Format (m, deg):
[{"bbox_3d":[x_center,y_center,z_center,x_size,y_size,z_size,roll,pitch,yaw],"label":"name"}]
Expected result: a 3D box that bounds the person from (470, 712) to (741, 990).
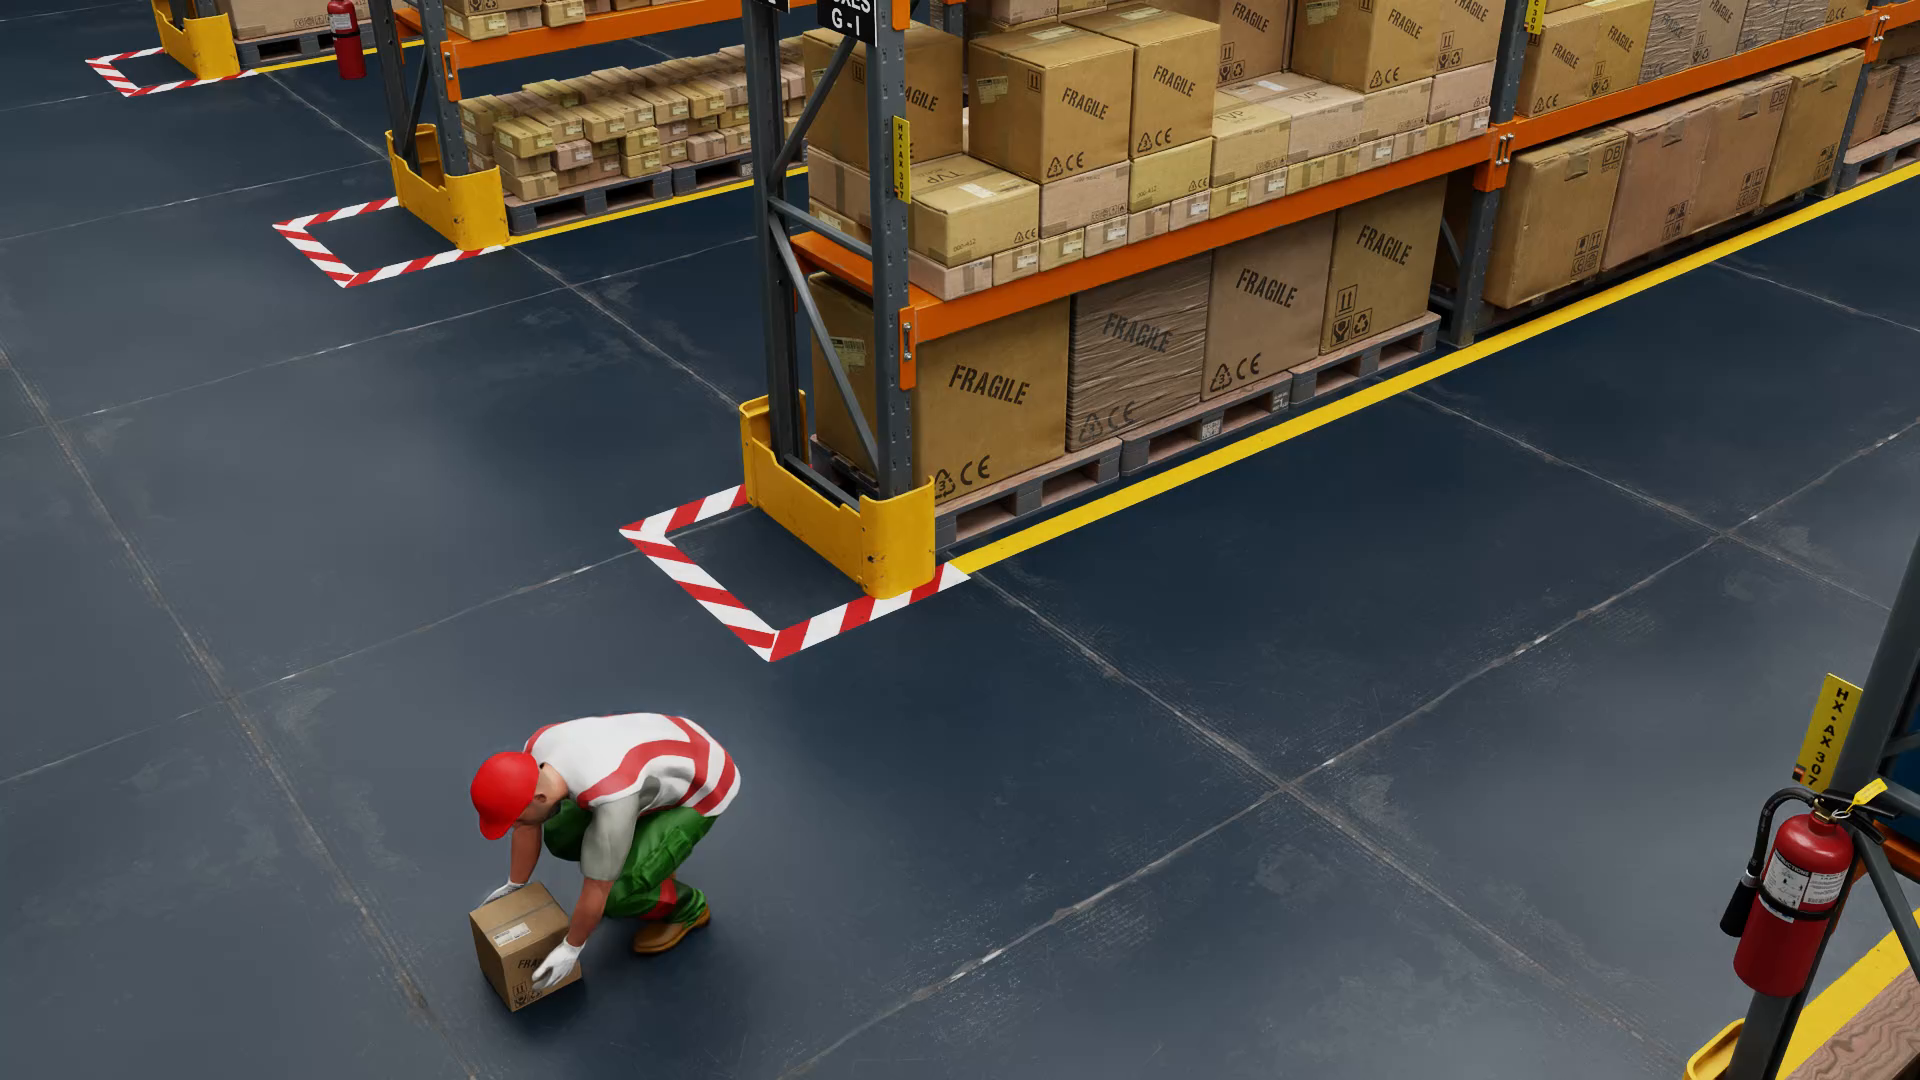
[{"bbox_3d":[-1.128,0.931,5.412,0.882,0.955,0.570,-22,38,-31],"label":"person"}]
